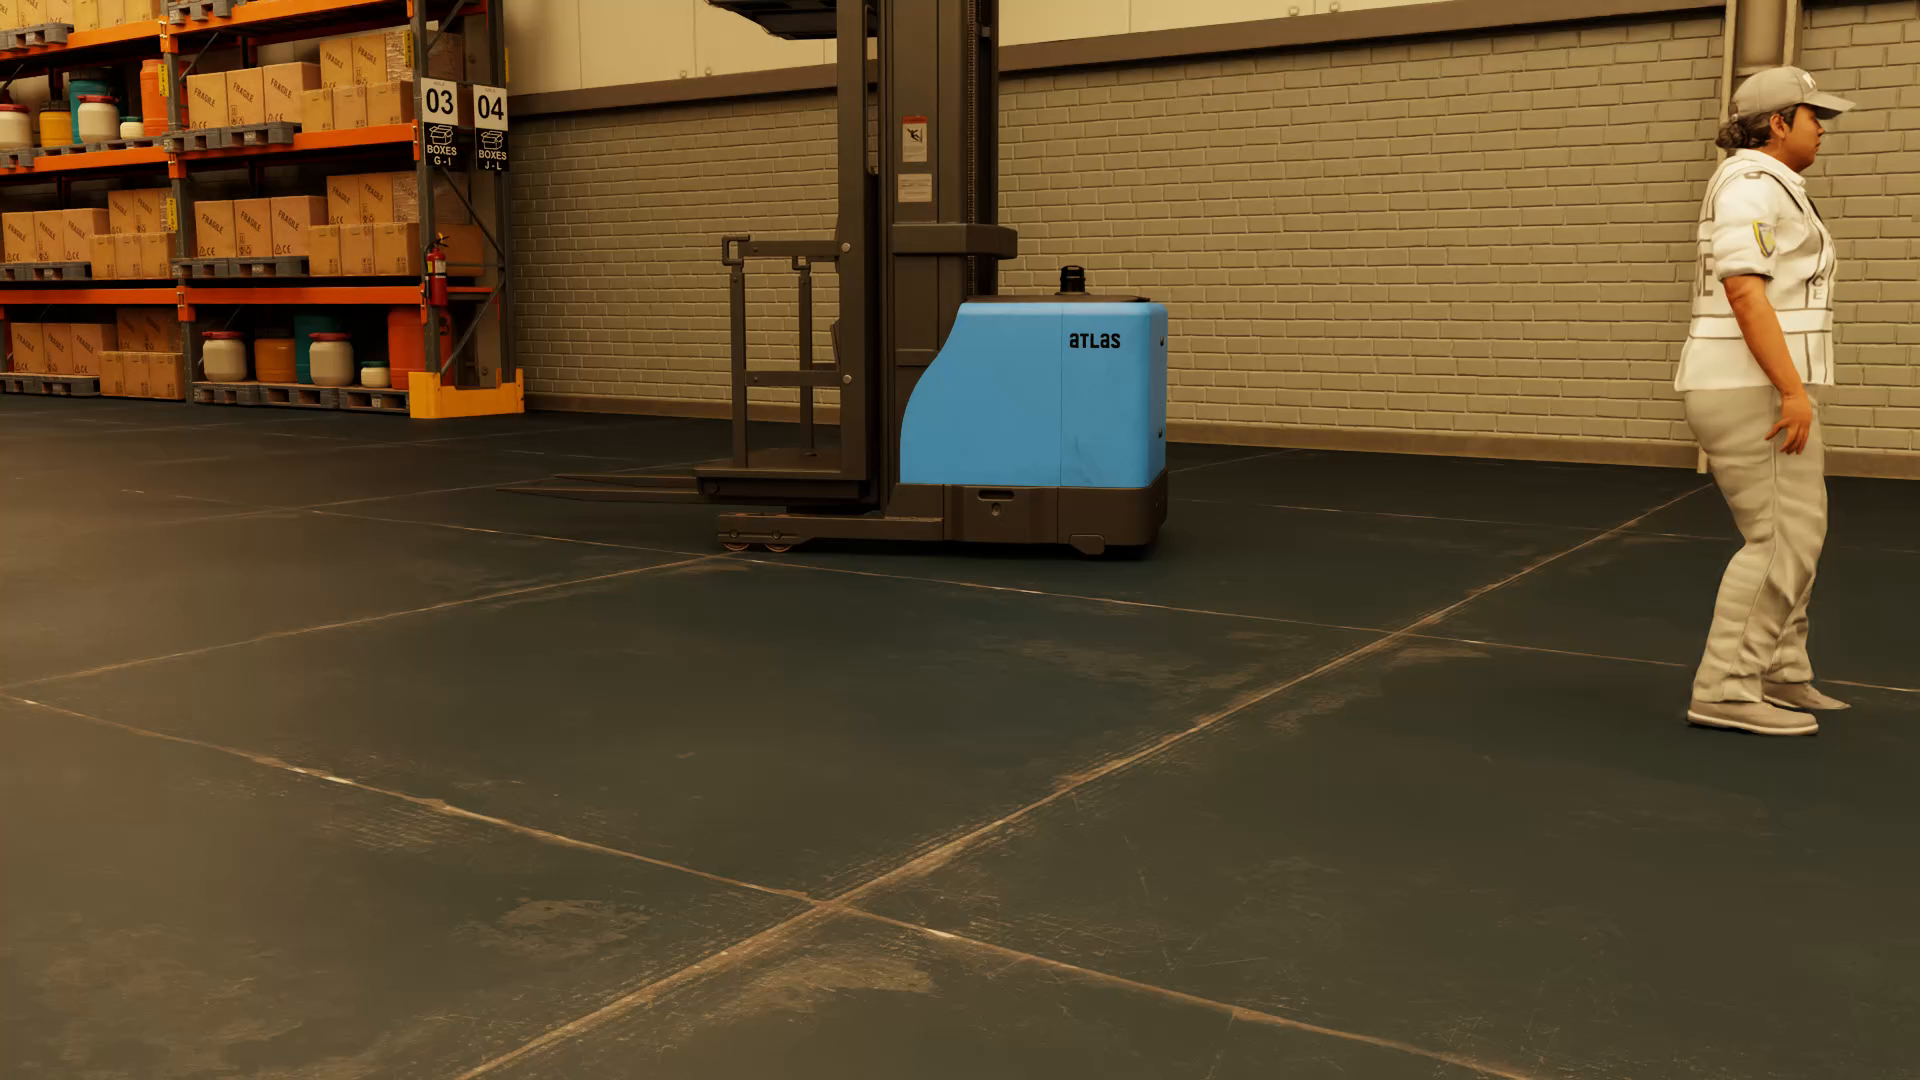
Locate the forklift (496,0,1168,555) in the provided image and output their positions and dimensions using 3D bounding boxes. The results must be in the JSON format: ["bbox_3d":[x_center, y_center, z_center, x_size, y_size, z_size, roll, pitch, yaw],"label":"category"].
[{"bbox_3d":[-0.596,-1.469,7.520,3.031,2.935,1.130,2,8,12],"label":"forklift"}]

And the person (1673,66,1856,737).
[{"bbox_3d":[2.089,-0.335,4.234,0.501,1.700,0.556,3,9,21],"label":"person"}]
